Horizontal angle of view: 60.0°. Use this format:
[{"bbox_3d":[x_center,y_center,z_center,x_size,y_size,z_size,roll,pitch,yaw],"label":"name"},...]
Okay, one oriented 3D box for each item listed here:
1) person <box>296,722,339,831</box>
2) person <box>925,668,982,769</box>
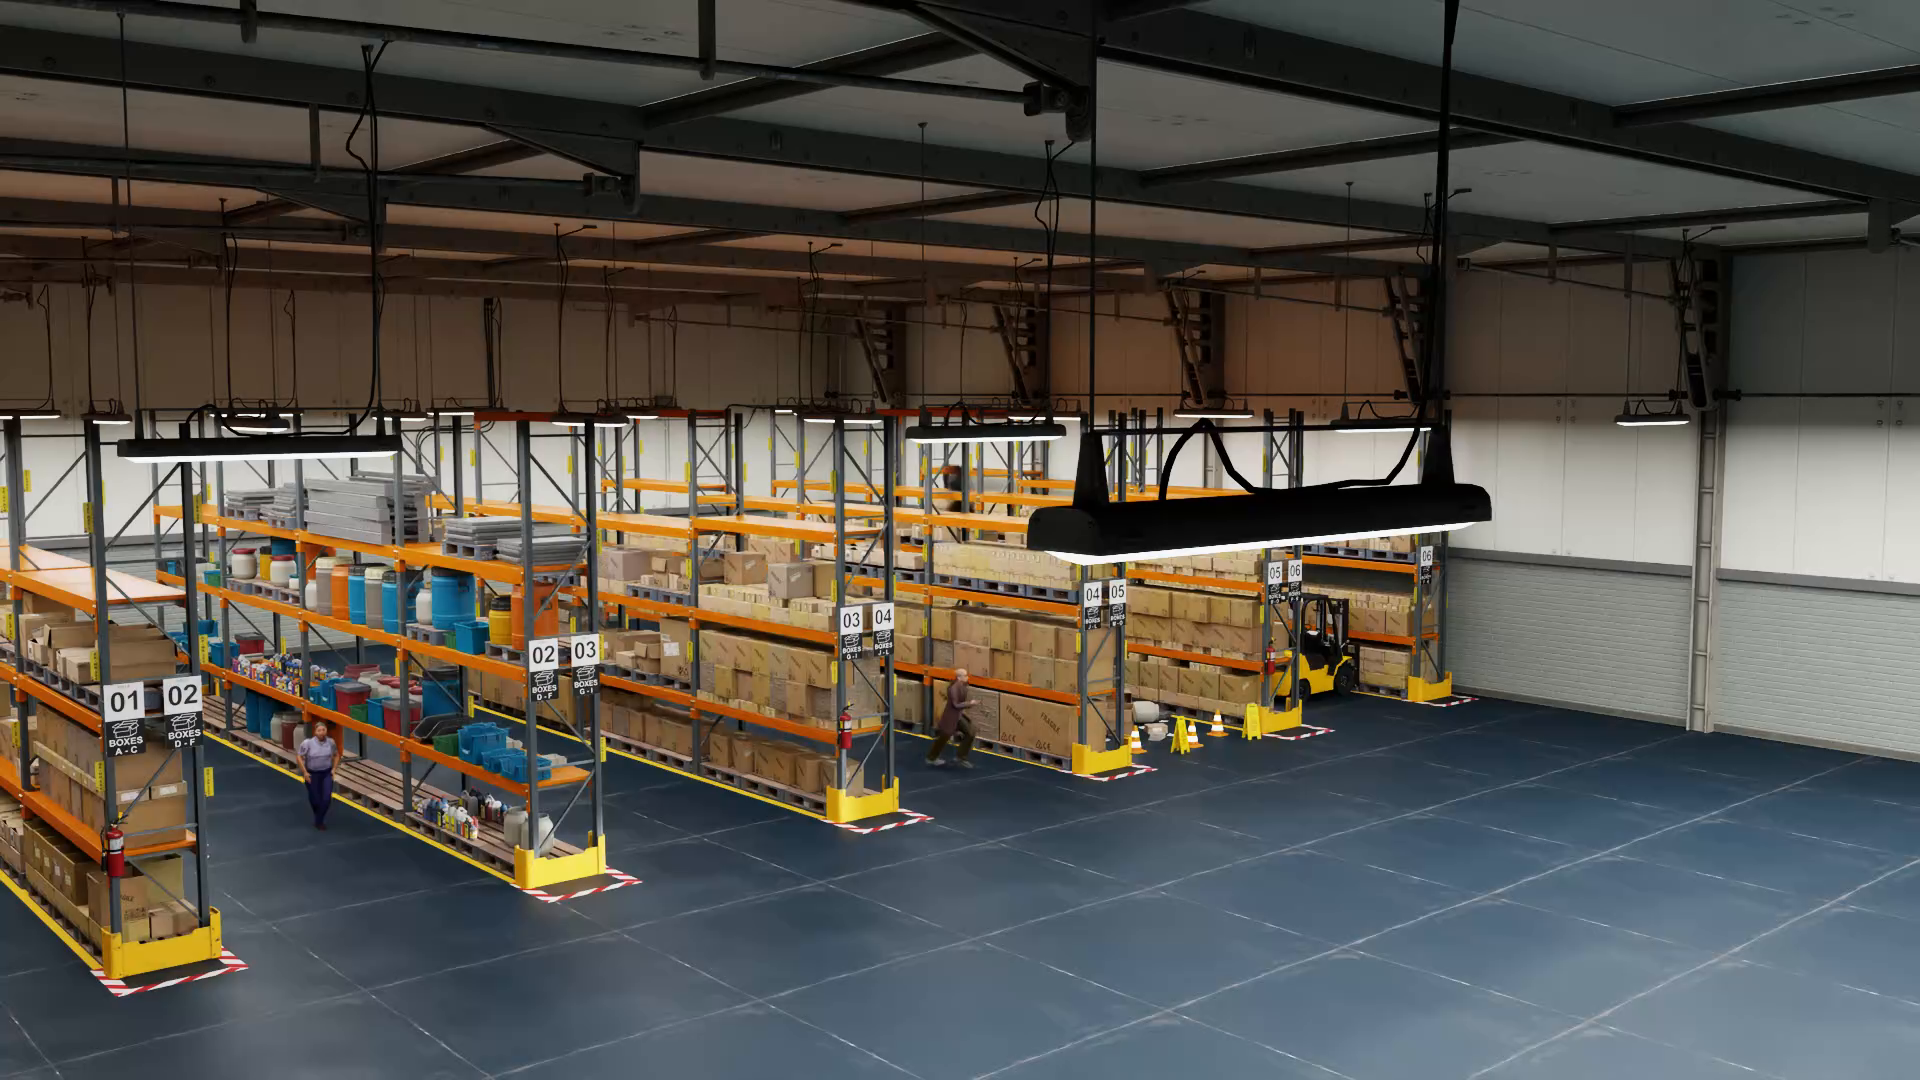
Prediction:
[{"bbox_3d":[-9.349,3.424,24.228,0.601,1.593,0.538,-3,6,-31],"label":"person"},{"bbox_3d":[-0.117,3.005,27.983,1.037,1.732,0.625,3,6,26],"label":"person"}]
